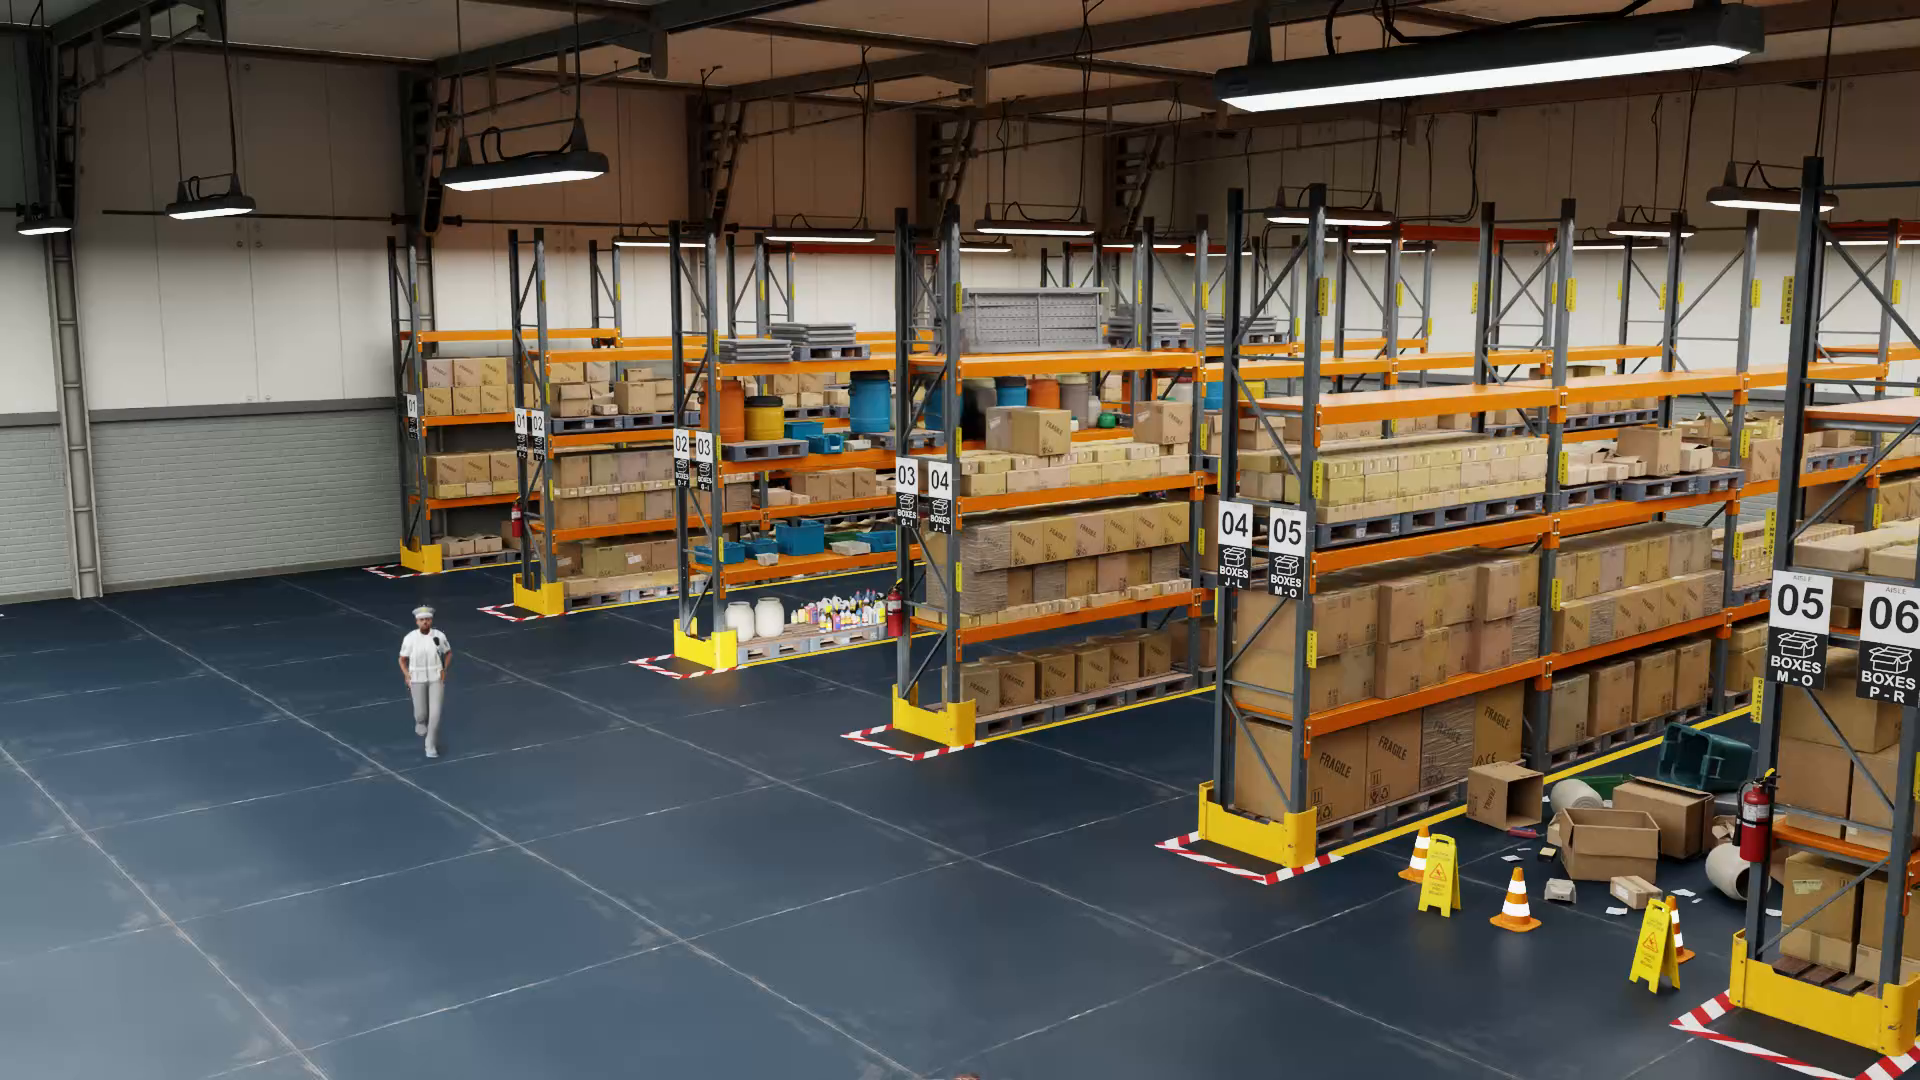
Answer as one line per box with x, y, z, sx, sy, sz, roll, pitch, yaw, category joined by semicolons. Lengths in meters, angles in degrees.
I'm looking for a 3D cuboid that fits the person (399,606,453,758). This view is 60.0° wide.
-5.902;1.539;18.421;0.575;1.665;0.611;-4;9;-22;person

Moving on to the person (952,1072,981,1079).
0.029;3.219;7.578;0.567;1.661;0.879;1;9;6;person

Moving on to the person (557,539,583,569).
-6.741;-0.072;28.388;0.644;1.787;0.700;7;11;39;person
